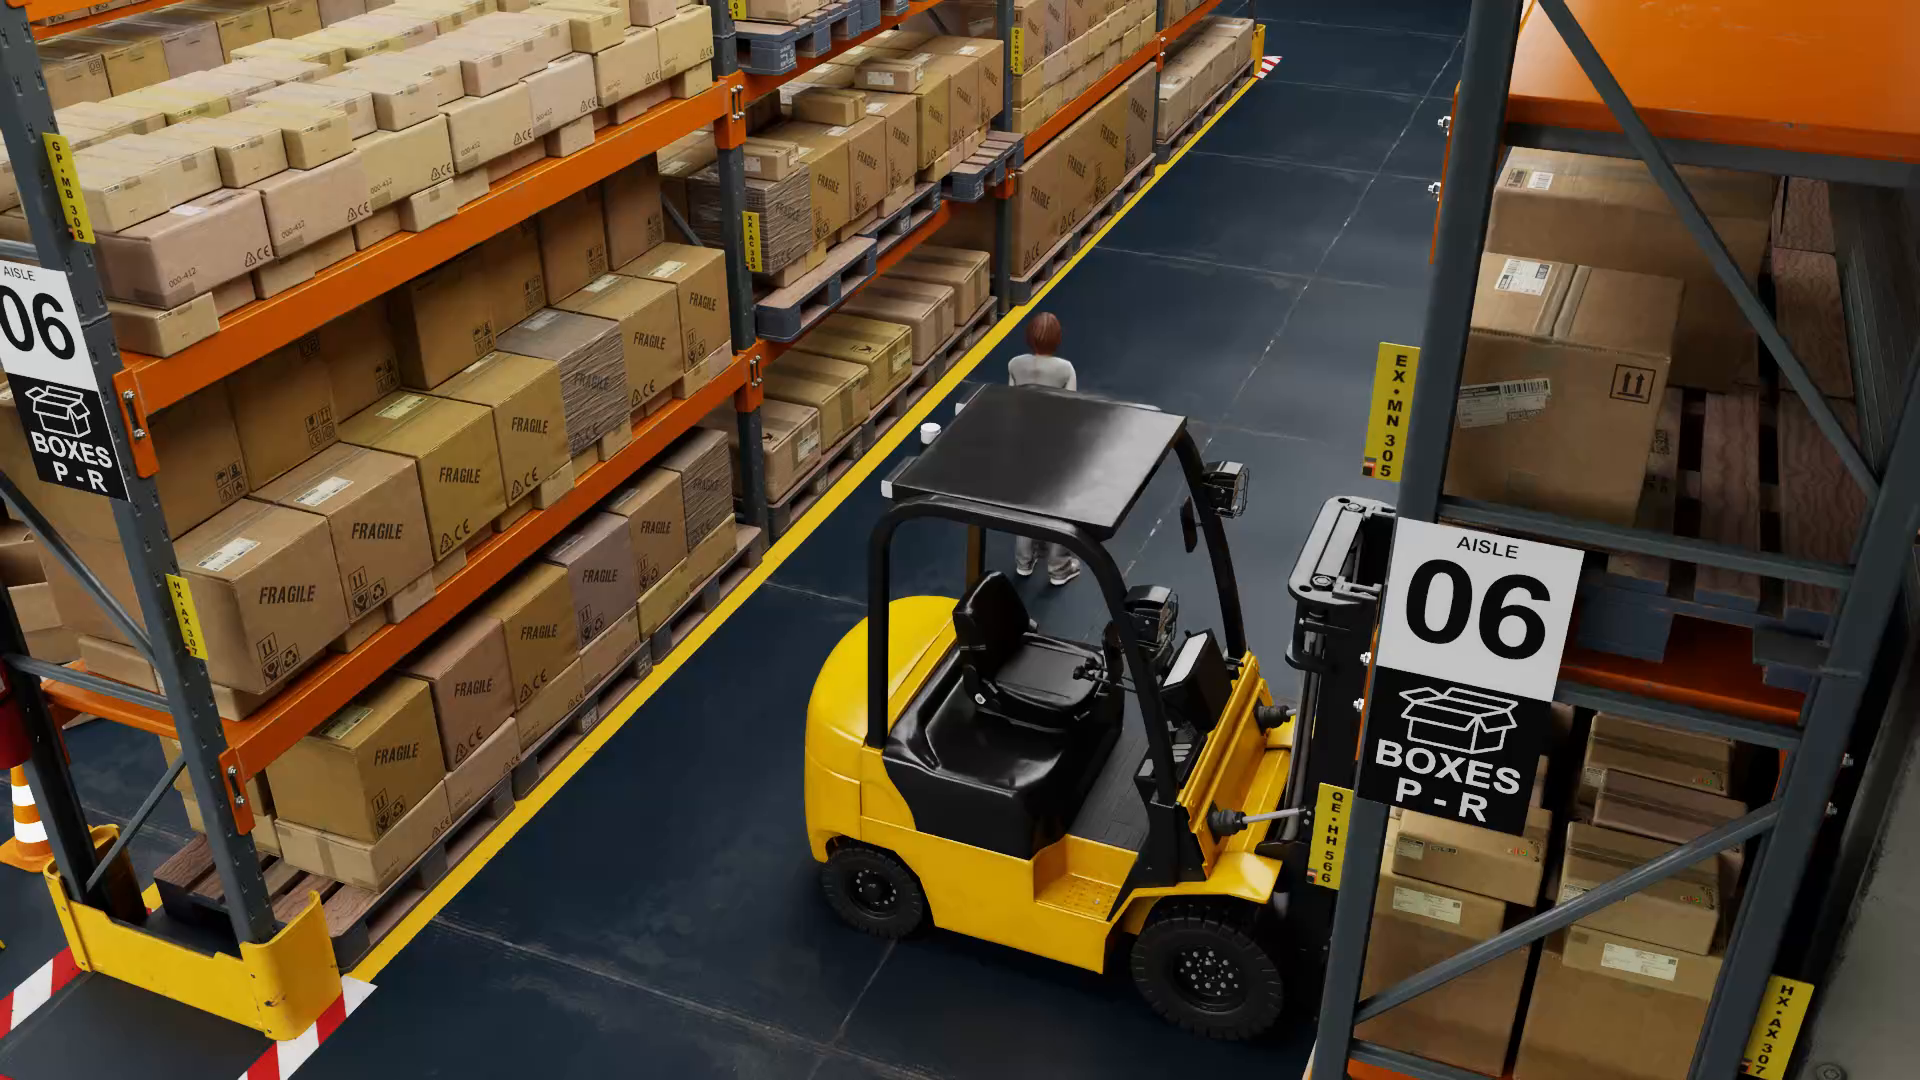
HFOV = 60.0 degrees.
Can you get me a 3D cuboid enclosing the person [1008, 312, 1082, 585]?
[{"bbox_3d":[0.459,-0.498,9.255,0.459,1.594,0.374,10,32,17],"label":"person"}]
